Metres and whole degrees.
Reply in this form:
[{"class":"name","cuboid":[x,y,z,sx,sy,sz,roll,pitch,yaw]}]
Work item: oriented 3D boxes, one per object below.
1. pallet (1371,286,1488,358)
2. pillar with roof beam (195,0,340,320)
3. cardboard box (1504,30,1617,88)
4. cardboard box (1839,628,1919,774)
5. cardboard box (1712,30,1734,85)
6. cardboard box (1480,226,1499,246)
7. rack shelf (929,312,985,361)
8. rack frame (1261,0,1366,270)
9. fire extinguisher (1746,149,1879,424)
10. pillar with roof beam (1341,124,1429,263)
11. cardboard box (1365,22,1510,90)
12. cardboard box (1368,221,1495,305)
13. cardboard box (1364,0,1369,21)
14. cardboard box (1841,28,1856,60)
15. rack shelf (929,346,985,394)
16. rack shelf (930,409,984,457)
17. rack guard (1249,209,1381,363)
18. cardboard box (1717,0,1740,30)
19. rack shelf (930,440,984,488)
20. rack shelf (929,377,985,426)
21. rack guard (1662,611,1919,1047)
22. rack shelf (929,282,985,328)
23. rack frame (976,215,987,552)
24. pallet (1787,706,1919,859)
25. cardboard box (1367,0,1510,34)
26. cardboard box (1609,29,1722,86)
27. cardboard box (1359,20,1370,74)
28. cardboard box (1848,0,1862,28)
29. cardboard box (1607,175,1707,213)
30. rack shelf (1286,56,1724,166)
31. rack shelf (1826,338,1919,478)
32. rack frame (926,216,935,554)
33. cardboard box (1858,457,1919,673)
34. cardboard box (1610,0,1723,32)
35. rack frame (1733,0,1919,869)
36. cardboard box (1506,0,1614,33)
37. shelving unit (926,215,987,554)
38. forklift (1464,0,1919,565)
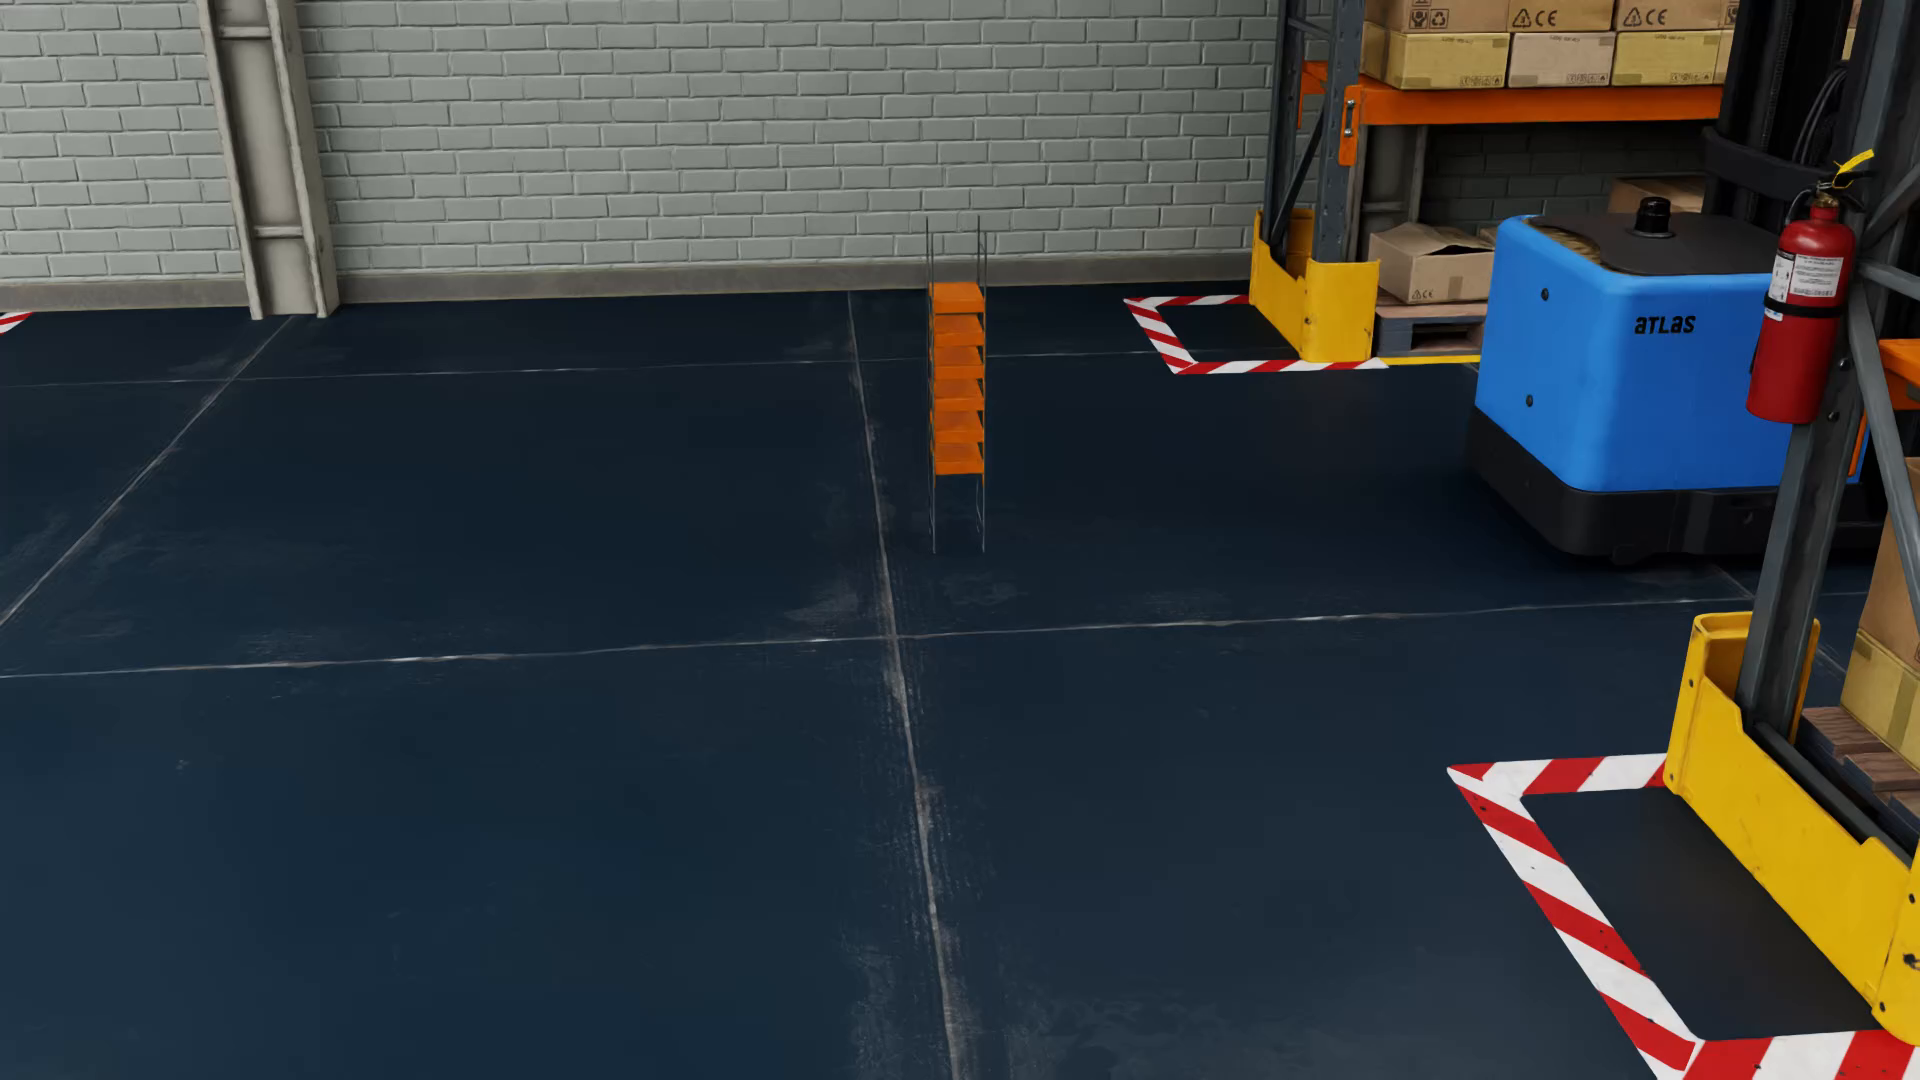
[{"class":"pallet","cuboid":[2.636,-1.229,8.756,1.213,0.211,1.003,-2,24,-5]},{"class":"pillar with roof beam","cuboid":[-3.188,-3.622,3.319,0.400,9.000,9.100,-2,24,-5]},{"class":"cardboard box","cuboid":[2.780,-2.341,7.983,0.500,0.250,0.500,-3,24,-7]},{"class":"cardboard box","cuboid":[2.743,0.444,4.427,0.500,0.250,0.500,-2,24,-5]},{"class":"cardboard box","cuboid":[3.791,-2.378,8.067,0.500,0.250,0.500,-2,24,-5]},{"class":"cardboard box","cuboid":[3.013,-1.469,8.630,0.500,0.311,0.500,0,24,-1]},{"class":"rack shelf","cuboid":[-0.014,-0.726,5.926,0.180,0.103,0.258,-2,24,-5]},{"class":"rack frame","cuboid":[1.748,-2.482,8.142,0.127,3.000,1.000,-2,24,-5]},{"class":"fire extinguisher","cuboid":[2.075,-0.628,4.065,0.183,0.674,0.296,-2,24,-5]},{"class":"pillar with roof beam","cuboid":[2.783,-3.861,3.858,0.400,9.000,9.100,-2,24,-5]},{"class":"cardboard box","cuboid":[2.265,-2.314,7.923,0.500,0.250,0.500,-3,24,-7]},{"class":"cardboard box","cuboid":[2.445,-1.446,8.579,0.500,0.311,0.500,-5,24,-11]},{"class":"cardboard box","cuboid":[2.196,-2.870,8.251,0.500,0.500,0.500,-3,24,-6]},{"class":"cardboard box","cuboid":[4.292,-2.398,8.113,0.500,0.250,0.500,-2,24,-5]},{"class":"rack shelf","cuboid":[-0.014,-0.617,5.974,0.180,0.103,0.258,-2,24,-5]},{"class":"rack shelf","cuboid":[-0.014,-0.397,6.072,0.180,0.103,0.258,-2,24,-5]},{"class":"rack guard","cuboid":[1.824,-1.343,8.656,0.348,0.500,1.175,-2,24,-5]},{"class":"cardboard box","cuboid":[3.773,-2.722,7.919,0.500,0.500,0.500,-2,24,-3]},{"class":"rack shelf","cuboid":[-0.014,-0.288,6.121,0.180,0.103,0.258,-2,24,-5]},{"class":"rack shelf","cuboid":[-0.014,-0.507,6.023,0.180,0.103,0.258,-2,24,-5]},{"class":"rack guard","cuboid":[2.215,0.663,4.143,0.348,0.500,1.175,-2,24,-5]},{"class":"rack shelf","cuboid":[-0.014,-0.836,5.877,0.180,0.103,0.258,-2,24,-5]},{"class":"rack frame","cuboid":[0.077,-0.551,6.013,0.006,1.200,0.240,-2,24,-5]},{"class":"pallet","cuboid":[2.996,0.747,4.310,1.213,0.211,1.003,-2,24,-5]},{"class":"cardboard box","cuboid":[2.253,-2.663,7.785,0.500,0.500,0.500,-2,24,-5]},{"class":"cardboard box","cuboid":[3.288,-2.359,8.023,0.500,0.250,0.500,-3,24,-6]},{"class":"cardboard box","cuboid":[2.194,-2.520,8.386,0.500,0.250,0.500,-2,24,-4]},{"class":"cardboard box","cuboid":[4.290,-2.743,7.966,0.500,0.500,0.500,-3,24,-7]},{"class":"cardboard box","cuboid":[3.748,-1.564,8.612,0.500,0.500,0.700,-4,24,-8]},{"class":"rack shelf","cuboid":[3.738,-2.233,8.467,4.000,0.370,1.077,-2,24,-5]},{"class":"rack shelf","cuboid":[4.229,-0.231,3.963,4.000,0.370,1.077,-2,24,-5]},{"class":"rack frame","cuboid":[-0.105,-0.544,5.997,0.006,1.200,0.240,-2,24,-5]},{"class":"cardboard box","cuboid":[2.743,0.100,4.277,0.500,0.500,0.500,-2,24,-5]},{"class":"cardboard box","cuboid":[3.260,-2.697,7.861,0.500,0.500,0.500,-3,24,-7]},{"class":"rack frame","cuboid":[2.239,-0.480,3.637,0.127,3.000,1.000,-2,24,-5]},{"class":"cardboard box","cuboid":[2.746,-2.679,7.821,0.500,0.500,0.500,-2,24,-5]},{"class":"shelving unit","cuboid":[-0.014,-0.548,6.005,0.189,1.200,0.258,-2,24,-5]},{"class":"forklift","cuboid":[3.613,-1.485,5.981,3.031,2.935,1.130,-2,24,-5]}]
